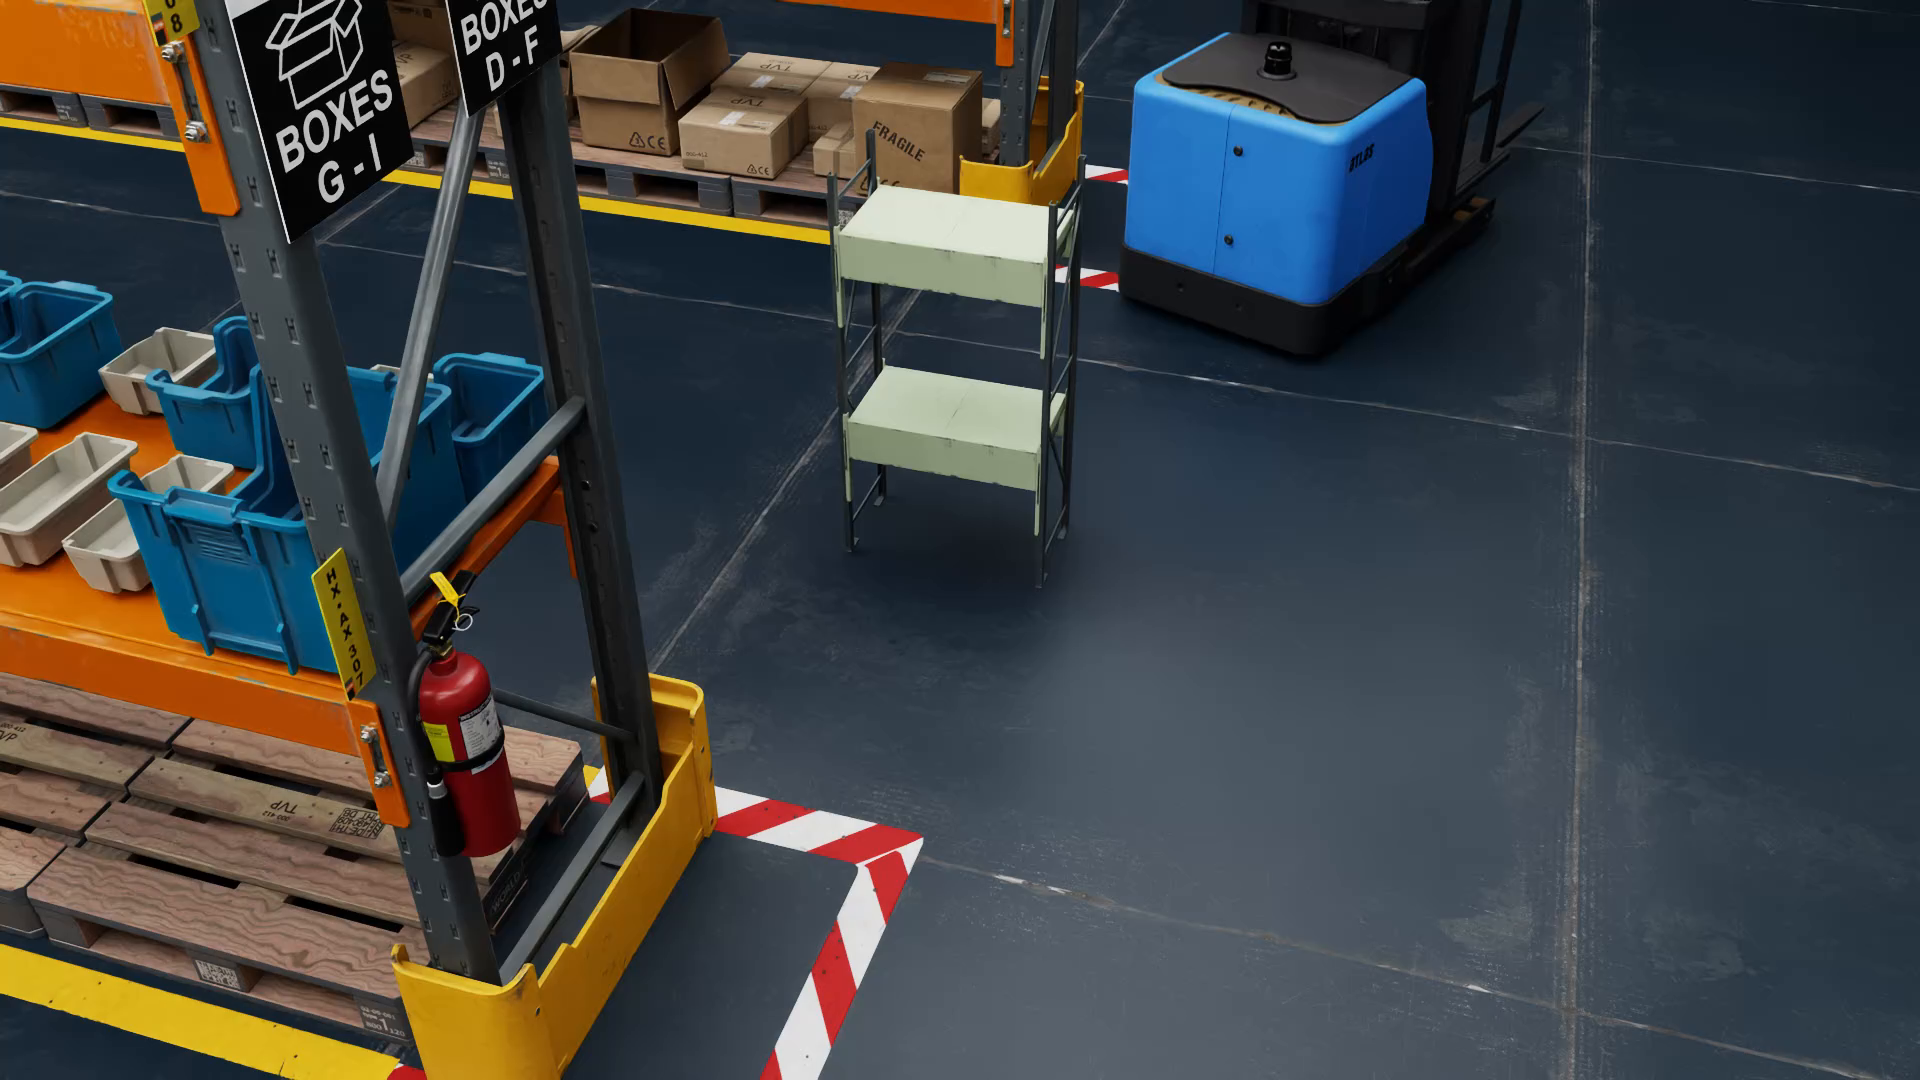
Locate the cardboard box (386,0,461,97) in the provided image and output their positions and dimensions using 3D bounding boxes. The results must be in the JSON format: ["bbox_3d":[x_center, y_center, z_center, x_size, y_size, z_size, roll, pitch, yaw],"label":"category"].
[{"bbox_3d":[-2.798,-2.815,9.281,0.500,0.500,0.500,10,38,14],"label":"cardboard box"}]

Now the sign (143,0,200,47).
[{"bbox_3d":[-1.237,-0.927,2.537,0.005,0.325,0.100,10,38,14],"label":"sign"}]

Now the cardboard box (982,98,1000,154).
[{"bbox_3d":[0.095,-2.175,8.708,0.250,0.149,0.380,10,38,14],"label":"cardboard box"}]

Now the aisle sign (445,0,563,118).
[{"bbox_3d":[-0.931,-1.278,3.262,0.004,0.787,0.394,10,38,14],"label":"aisle sign"}]

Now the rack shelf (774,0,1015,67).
[{"bbox_3d":[-1.517,-2.941,8.322,4.000,0.370,1.077,10,38,14],"label":"rack shelf"}]

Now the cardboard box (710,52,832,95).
[{"bbox_3d":[-0.997,-2.380,8.902,0.500,0.250,0.500,10,38,14],"label":"cardboard box"}]

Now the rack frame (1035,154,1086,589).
[{"bbox_3d":[0.343,-0.541,5.719,0.023,1.500,0.400,10,38,14],"label":"rack frame"}]

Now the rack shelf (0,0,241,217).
[{"bbox_3d":[-2.998,-1.347,3.626,4.000,0.370,1.077,10,38,14],"label":"rack shelf"}]

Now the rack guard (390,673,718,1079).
[{"bbox_3d":[-1.062,0.928,4.567,0.348,0.500,1.175,10,38,14],"label":"rack guard"}]

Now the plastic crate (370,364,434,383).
[{"bbox_3d":[-1.507,-0.327,4.335,0.298,0.136,0.250,10,38,14],"label":"plastic crate"}]

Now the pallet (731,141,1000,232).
[{"bbox_3d":[-0.442,-1.908,8.664,1.213,0.211,1.003,10,38,14],"label":"pallet"}]

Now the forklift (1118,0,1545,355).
[{"bbox_3d":[2.027,-2.802,7.585,1.130,2.935,3.031,24,43,29],"label":"forklift"}]

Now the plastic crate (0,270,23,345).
[{"bbox_3d":[-2.769,-0.548,4.554,0.300,0.233,0.416,10,38,14],"label":"plastic crate"}]

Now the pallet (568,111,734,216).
[{"bbox_3d":[-1.602,-2.125,8.959,1.213,0.211,1.003,10,38,14],"label":"pallet"}]

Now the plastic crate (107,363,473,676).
[{"bbox_3d":[-1.464,-0.067,3.730,0.499,0.435,0.616,10,38,14],"label":"plastic crate"}]

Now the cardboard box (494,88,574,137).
[{"bbox_3d":[-2.261,-2.277,8.832,0.250,0.166,0.380,10,38,14],"label":"cardboard box"}]

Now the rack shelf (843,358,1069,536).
[{"bbox_3d":[-0.006,-0.343,6.000,0.720,0.370,0.431,10,38,14],"label":"rack shelf"}]

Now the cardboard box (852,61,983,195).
[{"bbox_3d":[-0.200,-2.004,8.180,0.500,0.500,0.500,10,38,14],"label":"cardboard box"}]

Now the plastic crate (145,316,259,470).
[{"bbox_3d":[-1.854,-0.378,4.324,0.300,0.233,0.416,10,38,14],"label":"plastic crate"}]

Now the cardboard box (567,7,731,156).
[{"bbox_3d":[-1.631,-2.427,8.752,0.637,0.503,0.797,10,38,14],"label":"cardboard box"}]

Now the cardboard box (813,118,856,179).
[{"bbox_3d":[-0.560,-1.993,8.446,0.250,0.166,0.380,10,38,14],"label":"cardboard box"}]

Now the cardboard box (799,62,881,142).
[{"bbox_3d":[-0.520,-2.292,8.782,0.500,0.250,0.500,10,38,14],"label":"cardboard box"}]

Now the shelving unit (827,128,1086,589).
[{"bbox_3d":[-0.006,-0.605,5.807,0.755,1.500,0.431,10,38,14],"label":"shelving unit"}]

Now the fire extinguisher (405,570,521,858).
[{"bbox_3d":[-1.080,0.390,3.570,0.183,0.674,0.296,10,38,14],"label":"fire extinguisher"}]

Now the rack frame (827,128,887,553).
[{"bbox_3d":[-0.356,-0.670,5.895,0.023,1.500,0.400,10,38,14],"label":"rack frame"}]

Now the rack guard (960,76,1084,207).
[{"bbox_3d":[0.320,-1.884,8.388,0.348,0.500,1.175,10,38,14],"label":"rack guard"}]

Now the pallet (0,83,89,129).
[{"bbox_3d":[-5.382,-2.798,9.874,1.213,0.211,1.003,10,38,14],"label":"pallet"}]

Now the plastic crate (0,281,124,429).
[{"bbox_3d":[-2.483,-0.495,4.482,0.300,0.233,0.416,10,38,14],"label":"plastic crate"}]

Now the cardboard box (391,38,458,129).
[{"bbox_3d":[-3.090,-2.482,8.989,0.500,0.311,0.500,10,38,14],"label":"cardboard box"}]

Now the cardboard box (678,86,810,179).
[{"bbox_3d":[-1.098,-2.089,8.506,0.500,0.250,0.500,10,38,14],"label":"cardboard box"}]

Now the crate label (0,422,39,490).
[{"bbox_3d":[-2.466,-0.130,4.068,0.243,0.136,0.396,10,38,14],"label":"crate label"}]

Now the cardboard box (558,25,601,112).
[{"bbox_3d":[-2.082,-2.606,9.157,0.500,0.311,0.500,10,38,14],"label":"cardboard box"}]

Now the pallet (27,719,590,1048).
[{"bbox_3d":[-1.864,0.880,4.876,1.213,0.211,1.003,10,38,14],"label":"pallet"}]

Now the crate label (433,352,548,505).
[{"bbox_3d":[-1.226,-0.262,4.166,0.303,0.233,0.416,10,38,14],"label":"crate label"}]

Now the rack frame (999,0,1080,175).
[{"bbox_3d":[0.392,-2.877,7.629,0.127,3.000,1.000,10,38,14],"label":"rack frame"}]

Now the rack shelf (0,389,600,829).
[{"bbox_3d":[-2.998,-0.139,4.515,4.000,0.370,1.077,10,38,14],"label":"rack shelf"}]

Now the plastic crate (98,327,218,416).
[{"bbox_3d":[-2.155,-0.447,4.498,0.298,0.136,0.250,10,38,14],"label":"plastic crate"}]

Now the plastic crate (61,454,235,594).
[{"bbox_3d":[-1.921,-0.035,3.939,0.243,0.136,0.396,10,38,14],"label":"plastic crate"}]

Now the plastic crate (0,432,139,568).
[{"bbox_3d":[-2.193,-0.094,4.020,0.243,0.136,0.396,10,38,14],"label":"plastic crate"}]

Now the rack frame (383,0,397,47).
[{"bbox_3d":[-3.426,-3.584,8.589,0.127,3.000,1.000,10,38,14],"label":"rack frame"}]

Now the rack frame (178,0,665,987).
[{"bbox_3d":[-1.089,-0.075,3.822,0.127,3.000,1.000,10,38,14],"label":"rack frame"}]

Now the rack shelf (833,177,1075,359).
[{"bbox_3d":[-0.006,-0.920,5.576,0.720,0.370,0.431,10,38,14],"label":"rack shelf"}]

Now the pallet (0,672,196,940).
[{"bbox_3d":[-3.025,0.663,5.171,1.213,0.211,1.003,10,38,14],"label":"pallet"}]

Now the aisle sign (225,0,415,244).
[{"bbox_3d":[-1.107,-0.944,2.809,0.004,0.787,0.394,10,38,14],"label":"aisle sign"}]

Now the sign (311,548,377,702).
[{"bbox_3d":[-1.237,0.173,3.347,0.005,0.325,0.100,10,38,14],"label":"sign"}]

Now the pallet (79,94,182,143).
[{"bbox_3d":[-4.214,-2.584,9.582,1.213,0.211,1.003,10,38,14],"label":"pallet"}]

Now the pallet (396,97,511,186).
[{"bbox_3d":[-2.771,-2.339,9.250,1.213,0.211,1.003,10,38,14],"label":"pallet"}]
